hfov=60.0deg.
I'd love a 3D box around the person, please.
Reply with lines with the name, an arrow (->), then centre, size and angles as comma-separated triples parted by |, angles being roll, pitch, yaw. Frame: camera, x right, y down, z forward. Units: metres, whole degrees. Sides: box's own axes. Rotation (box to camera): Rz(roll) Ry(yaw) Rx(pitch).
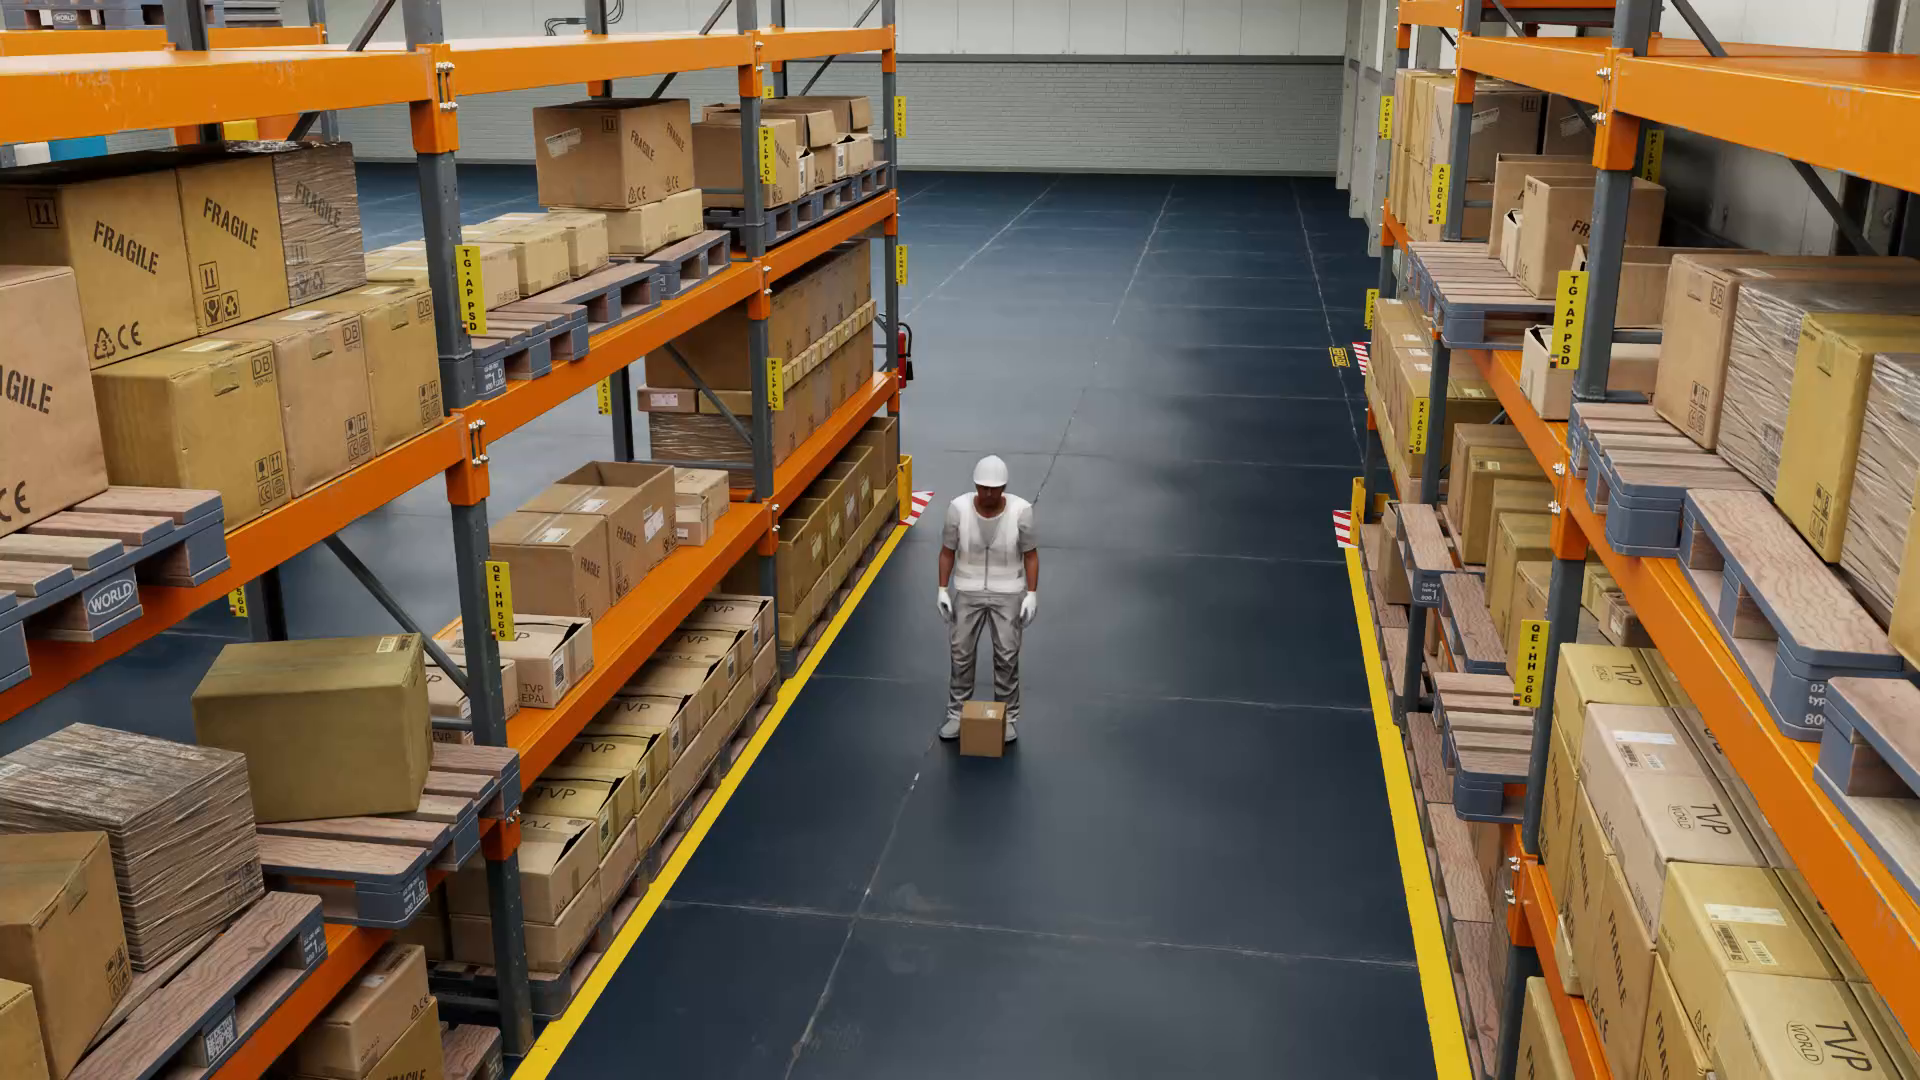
person -> 0.165, 0.340, 9.971 | 0.608, 1.773, 0.449 | 2, 18, 7
